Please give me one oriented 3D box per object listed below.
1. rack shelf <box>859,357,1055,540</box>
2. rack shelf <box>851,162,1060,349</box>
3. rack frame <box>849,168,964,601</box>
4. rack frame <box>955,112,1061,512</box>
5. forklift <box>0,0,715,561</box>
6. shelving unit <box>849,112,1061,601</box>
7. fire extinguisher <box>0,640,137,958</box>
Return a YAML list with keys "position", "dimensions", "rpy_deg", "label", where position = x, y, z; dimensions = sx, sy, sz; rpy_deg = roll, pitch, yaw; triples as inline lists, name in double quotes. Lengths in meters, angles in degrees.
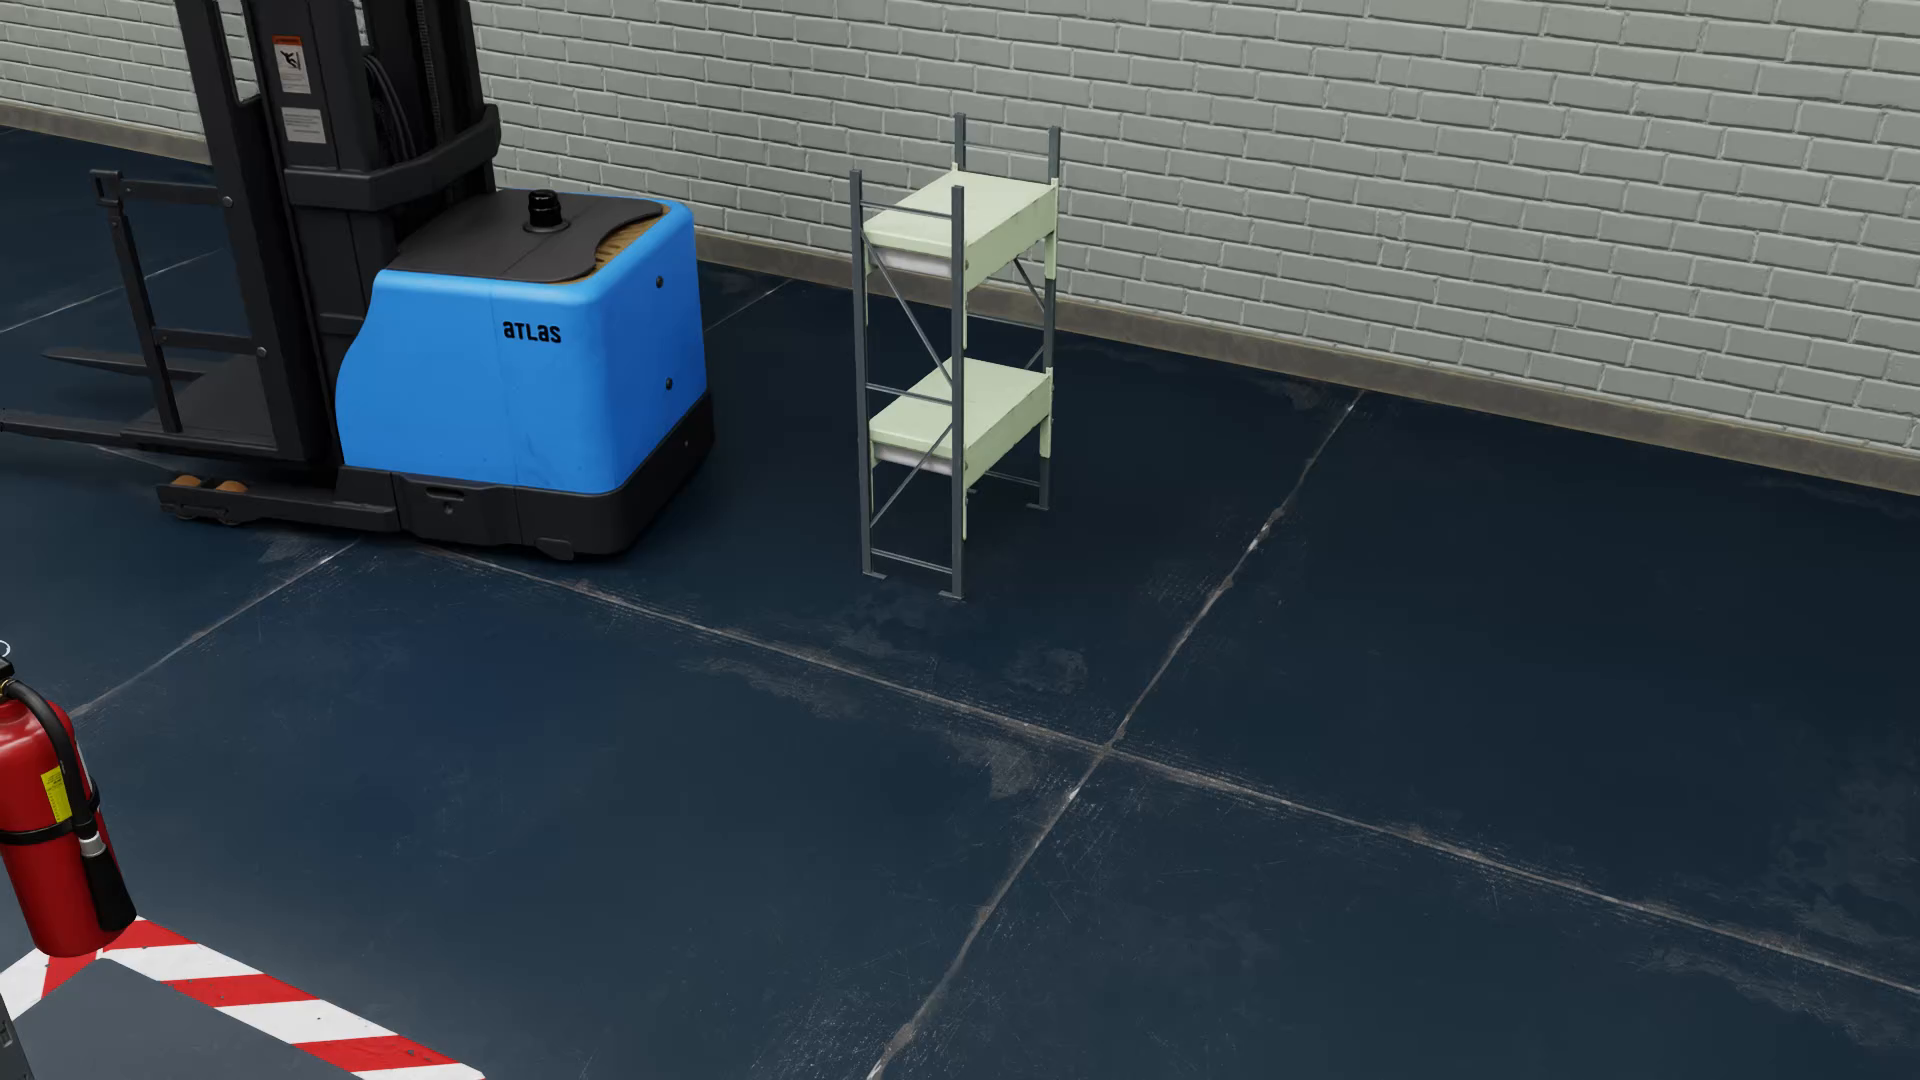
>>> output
- position: [-0.003, -0.365, 6.034]
  dimensions: [0.431, 0.370, 0.720]
  rpy_deg: [14, 33, 23]
  label: "rack shelf"
- position: [-0.003, -0.986, 5.677]
  dimensions: [0.431, 0.370, 0.720]
  rpy_deg: [14, 33, 23]
  label: "rack shelf"
- position: [-0.170, -0.485, 5.589]
  dimensions: [0.400, 1.500, 0.023]
  rpy_deg: [14, 33, 23]
  label: "rack frame"
- position: [0.164, -0.810, 6.154]
  dimensions: [0.400, 1.500, 0.023]
  rpy_deg: [14, 33, 23]
  label: "rack frame"
- position: [-2.576, -1.574, 6.048]
  dimensions: [3.031, 2.935, 1.130]
  rpy_deg: [7, 31, 12]
  label: "forklift"
- position: [-0.003, -0.647, 5.871]
  dimensions: [0.431, 1.500, 0.755]
  rpy_deg: [14, 33, 23]
  label: "shelving unit"
- position: [-1.635, 0.432, 2.938]
  dimensions: [0.296, 0.674, 0.183]
  rpy_deg: [14, 33, 23]
  label: "fire extinguisher"
